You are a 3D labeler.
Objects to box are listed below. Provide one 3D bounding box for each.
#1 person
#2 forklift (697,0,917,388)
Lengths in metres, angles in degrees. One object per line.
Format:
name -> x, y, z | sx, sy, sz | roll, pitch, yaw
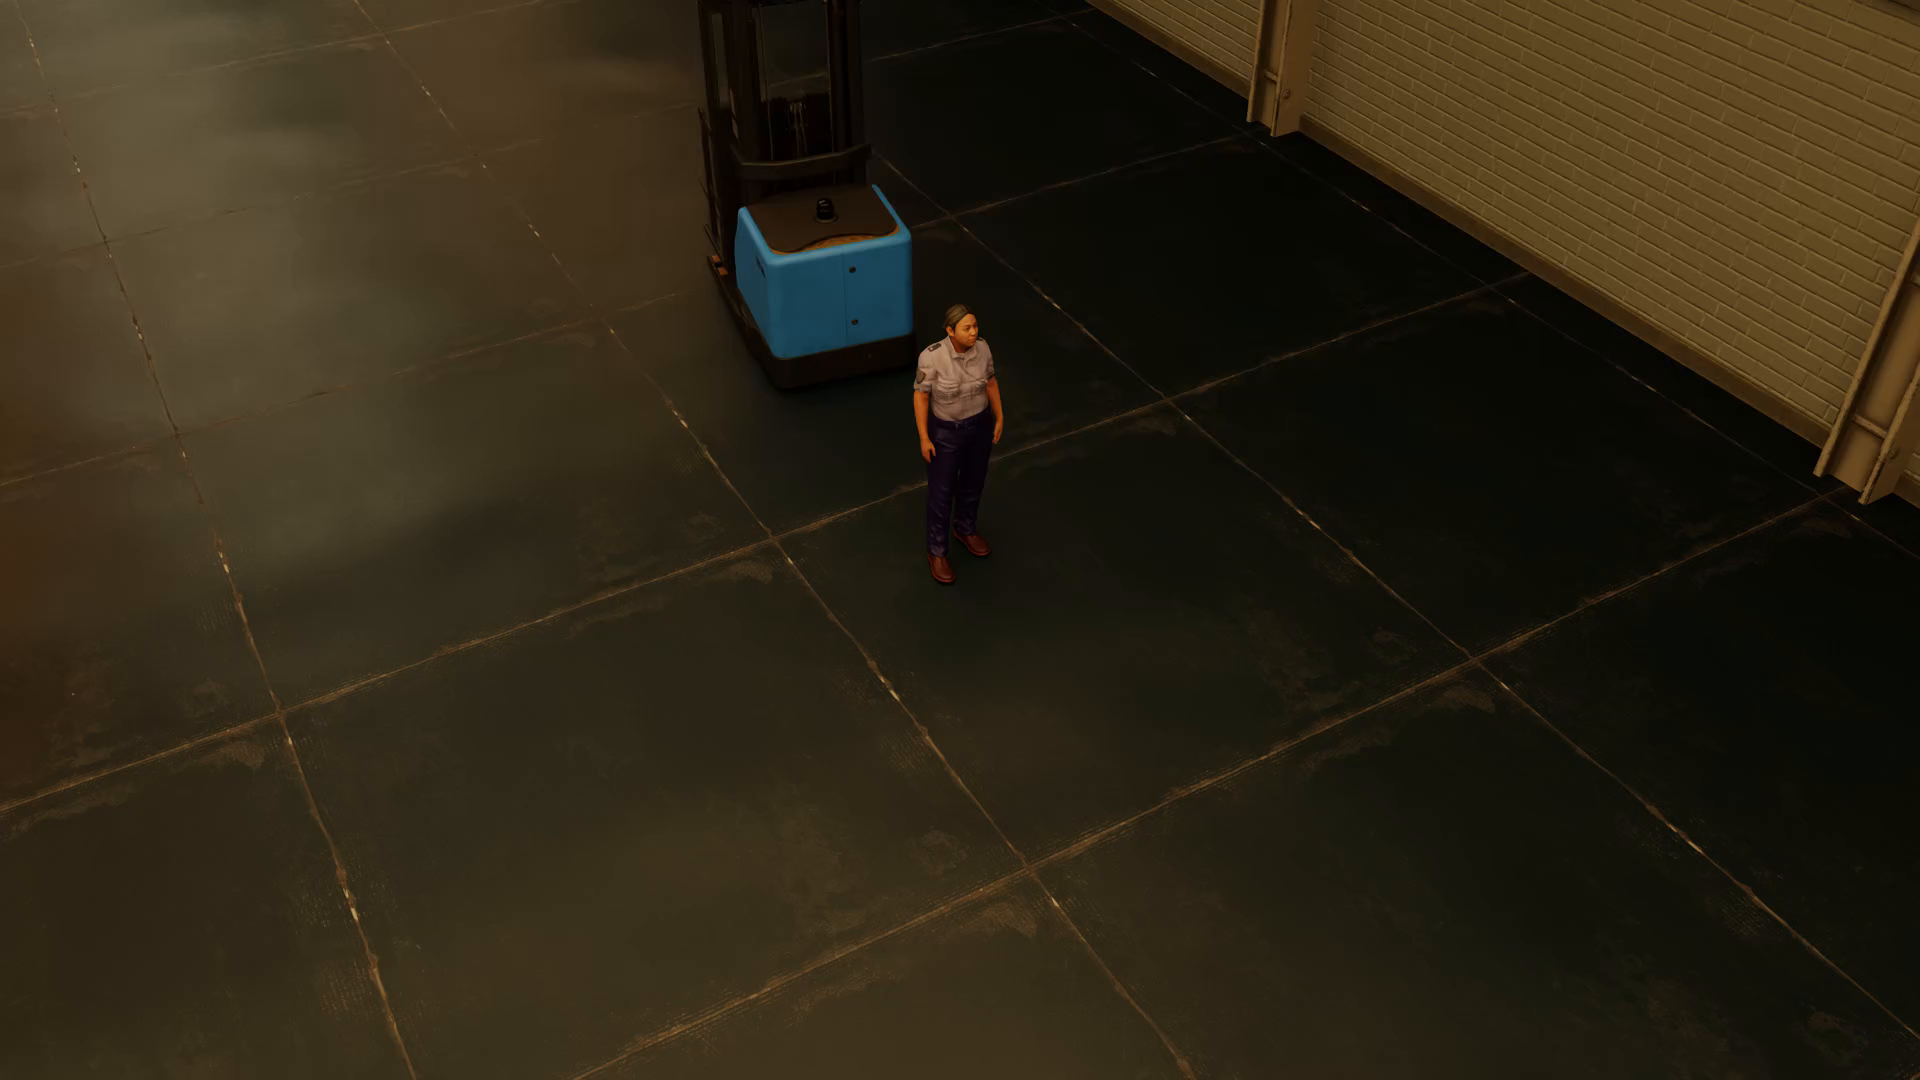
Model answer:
person -> 0.025, -0.579, 9.737 | 0.599, 1.638, 0.503 | -20, 44, -23
forklift -> -1.296, -3.121, 11.799 | 1.130, 2.935, 3.031 | -13, 42, -16
